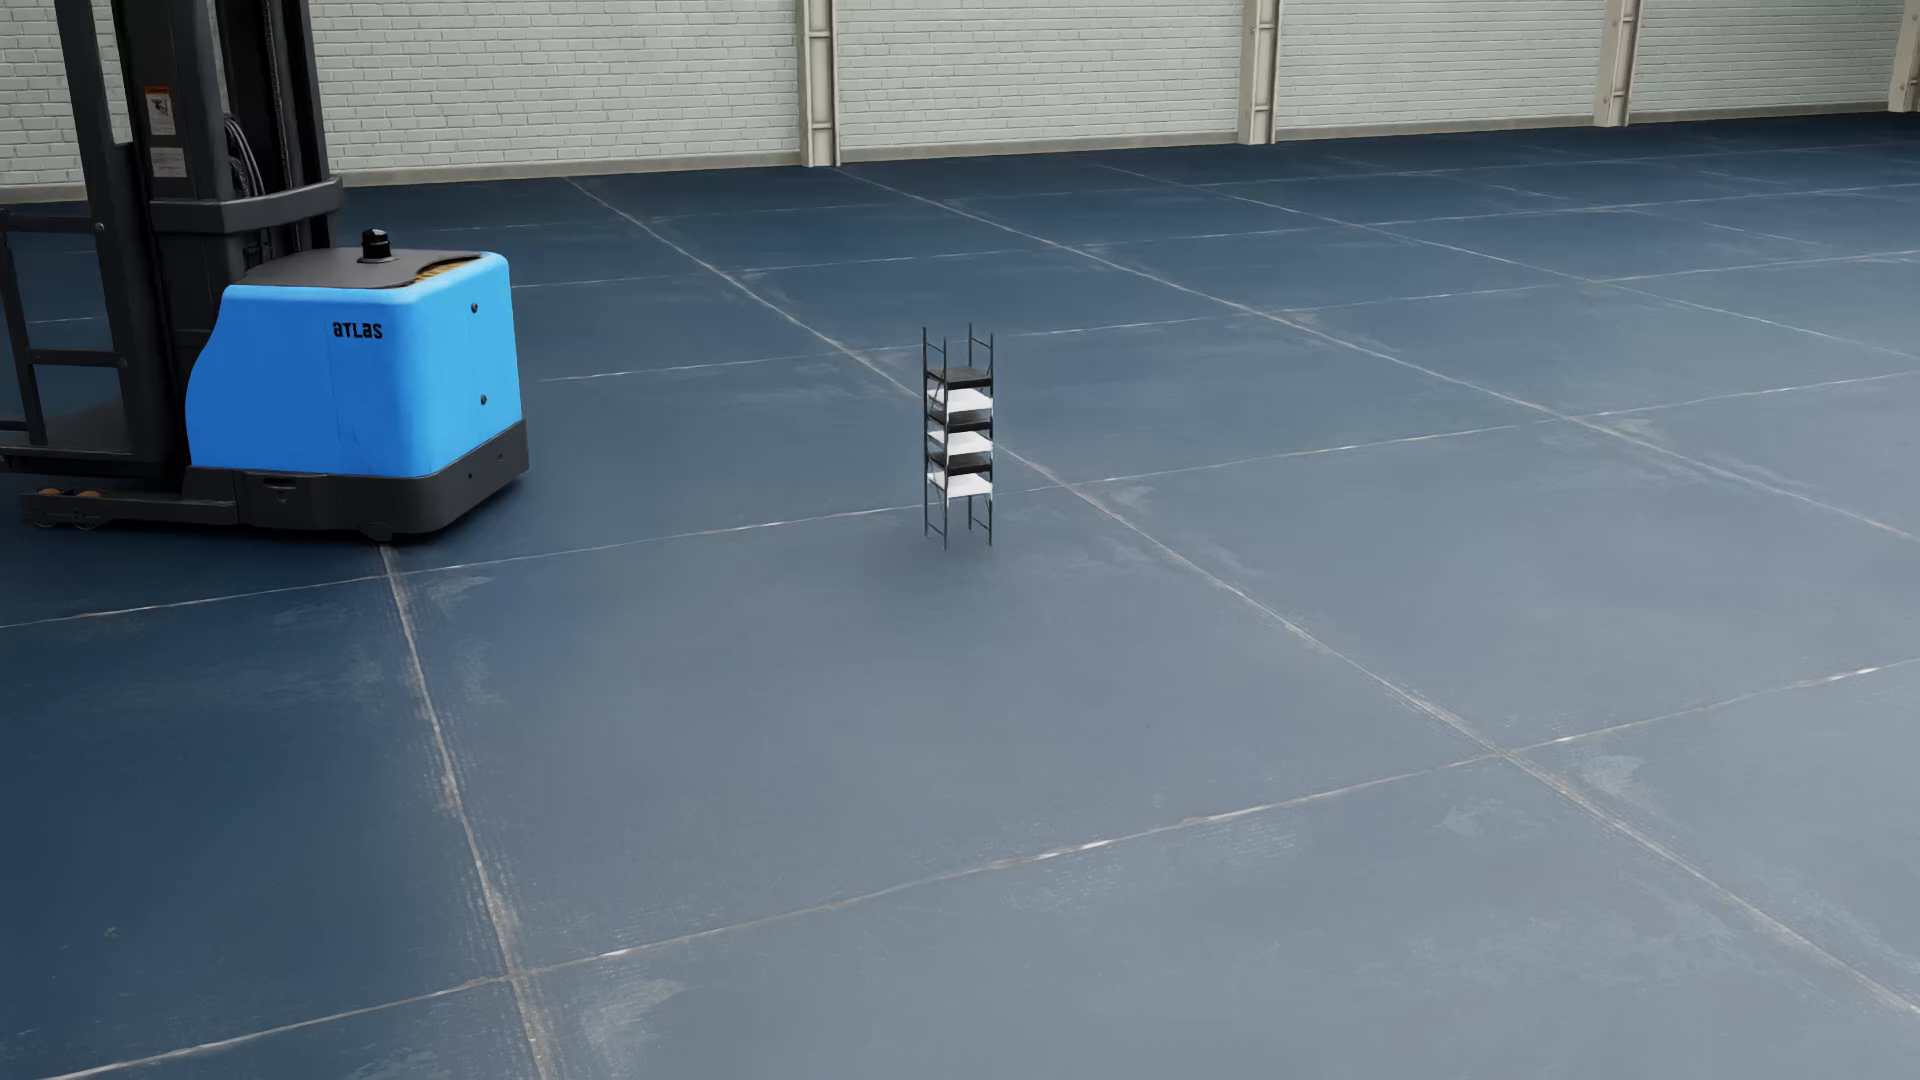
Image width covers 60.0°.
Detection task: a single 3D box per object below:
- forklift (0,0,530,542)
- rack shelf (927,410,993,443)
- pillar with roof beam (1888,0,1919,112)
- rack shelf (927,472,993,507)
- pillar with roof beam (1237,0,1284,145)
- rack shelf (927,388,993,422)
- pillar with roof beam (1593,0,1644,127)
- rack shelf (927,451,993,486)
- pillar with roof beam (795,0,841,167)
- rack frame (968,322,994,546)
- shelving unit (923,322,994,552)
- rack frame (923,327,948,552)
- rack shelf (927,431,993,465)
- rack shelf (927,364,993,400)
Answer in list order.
[{"bbox_3d":[-3.575,-1.593,7.134,3.031,2.935,1.130,3,20,9],"label":"forklift"},{"bbox_3d":[-0.007,-0.477,6.851,0.200,0.077,0.258,-8,21,-22],"label":"rack shelf"},{"bbox_3d":[16.594,-9.704,21.032,0.400,9.000,9.100,-8,21,-22],"label":"pillar with roof beam"},{"bbox_3d":[-0.007,-0.222,6.940,0.200,0.077,0.258,-8,21,-22],"label":"rack shelf"},{"bbox_3d":[5.575,-8.125,16.549,0.400,9.000,9.100,-8,21,-22],"label":"pillar with roof beam"},{"bbox_3d":[-0.007,-0.562,6.821,0.200,0.077,0.258,-8,21,-22],"label":"rack shelf"},{"bbox_3d":[11.085,-8.914,18.790,0.400,9.000,9.100,-8,21,-22],"label":"pillar with roof beam"},{"bbox_3d":[-0.007,-0.307,6.911,0.200,0.077,0.258,-8,21,-22],"label":"rack shelf"},{"bbox_3d":[0.066,-7.336,14.307,0.400,9.000,9.100,-8,21,-22],"label":"pillar with roof beam"},{"bbox_3d":[0.086,-0.437,6.908,0.006,0.900,0.240,-8,21,-22],"label":"rack frame"},{"bbox_3d":[-0.007,-0.423,6.870,0.210,0.900,0.258,-8,21,-22],"label":"shelving unit"},{"bbox_3d":[-0.101,-0.410,6.832,0.006,0.900,0.240,-8,21,-22],"label":"rack frame"},{"bbox_3d":[-0.007,-0.392,6.881,0.200,0.077,0.258,-8,21,-22],"label":"rack shelf"},{"bbox_3d":[-0.007,-0.647,6.791,0.200,0.077,0.258,-8,21,-22],"label":"rack shelf"}]
